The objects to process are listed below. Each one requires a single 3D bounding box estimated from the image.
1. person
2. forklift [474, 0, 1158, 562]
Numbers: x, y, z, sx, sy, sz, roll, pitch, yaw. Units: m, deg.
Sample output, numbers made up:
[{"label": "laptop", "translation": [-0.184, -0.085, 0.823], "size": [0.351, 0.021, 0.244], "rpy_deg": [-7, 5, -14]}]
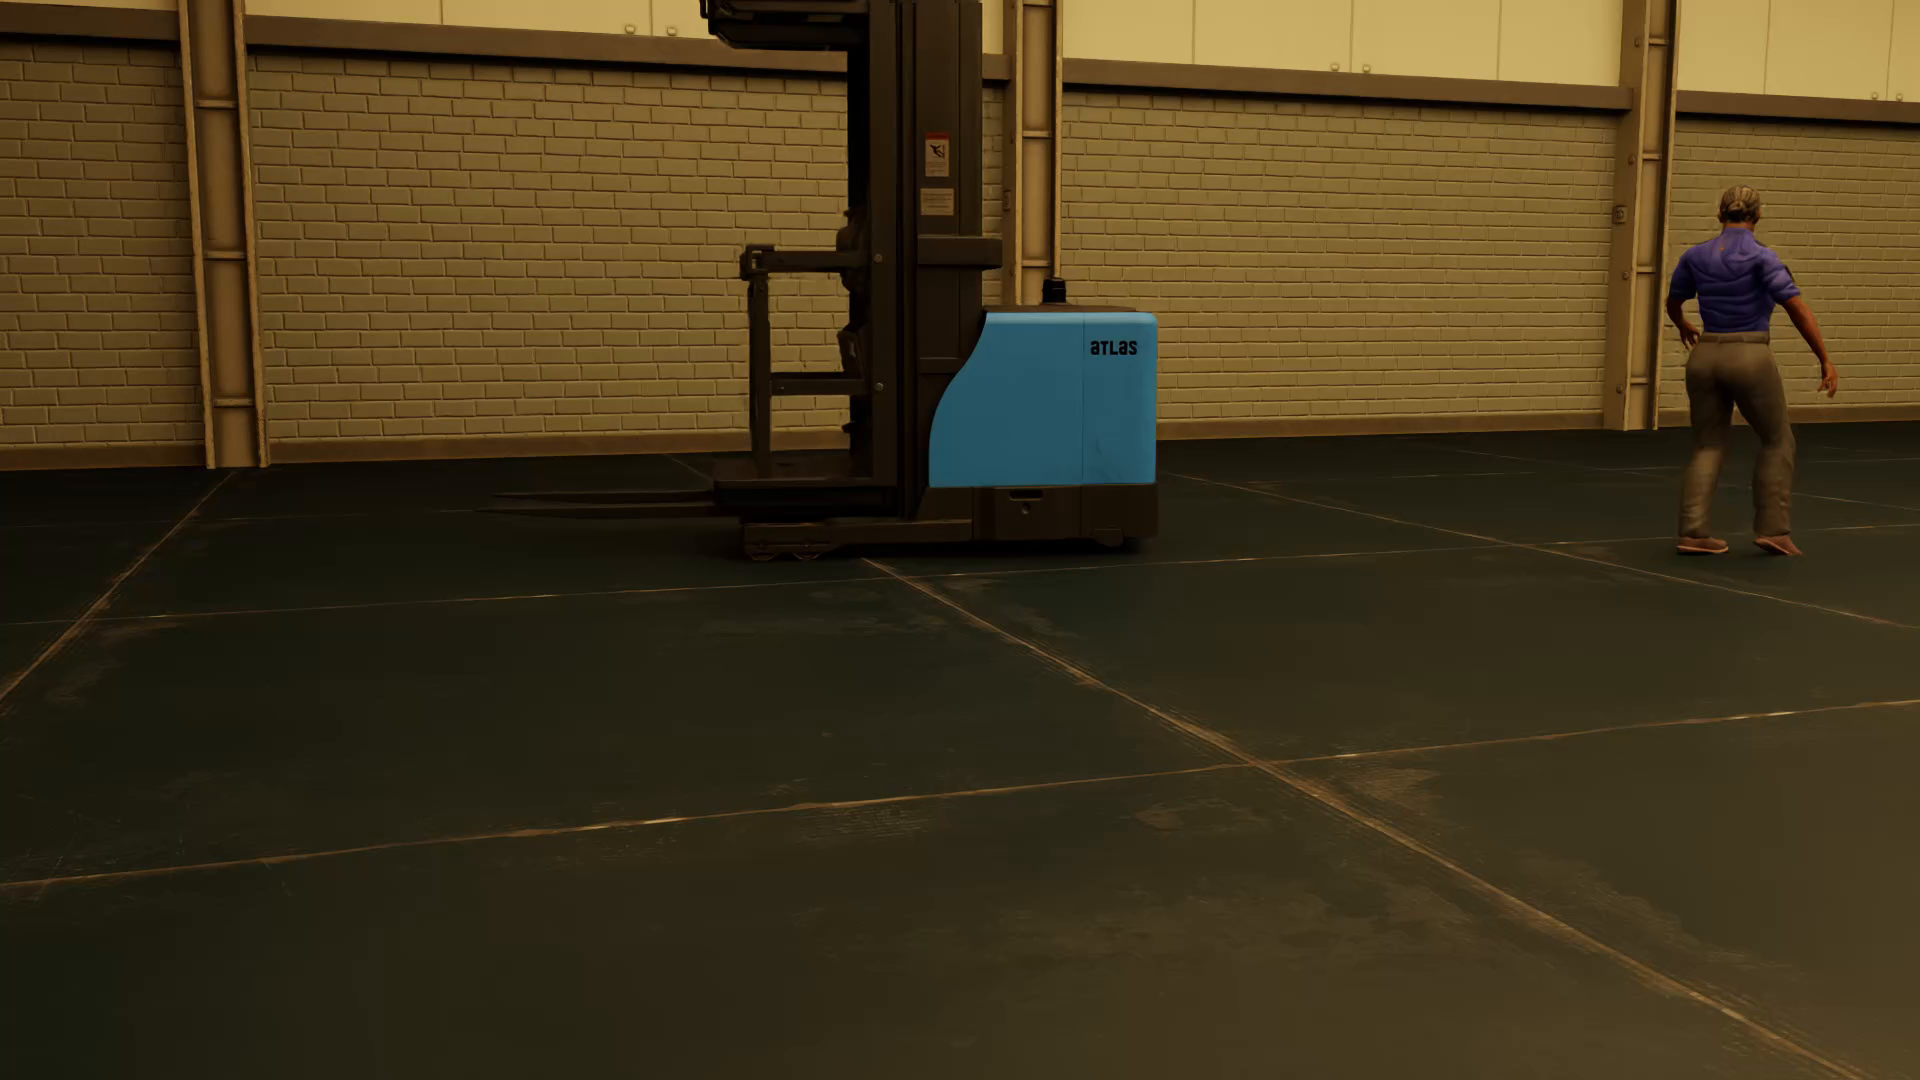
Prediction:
[{"label": "person", "translation": [3.495, -0.722, 7.399], "size": [0.551, 1.687, 0.899], "rpy_deg": [-5, 9, -31]}, {"label": "forklift", "translation": [-0.663, -1.435, 7.597], "size": [3.031, 2.935, 1.130], "rpy_deg": [-1, 8, -9]}]
